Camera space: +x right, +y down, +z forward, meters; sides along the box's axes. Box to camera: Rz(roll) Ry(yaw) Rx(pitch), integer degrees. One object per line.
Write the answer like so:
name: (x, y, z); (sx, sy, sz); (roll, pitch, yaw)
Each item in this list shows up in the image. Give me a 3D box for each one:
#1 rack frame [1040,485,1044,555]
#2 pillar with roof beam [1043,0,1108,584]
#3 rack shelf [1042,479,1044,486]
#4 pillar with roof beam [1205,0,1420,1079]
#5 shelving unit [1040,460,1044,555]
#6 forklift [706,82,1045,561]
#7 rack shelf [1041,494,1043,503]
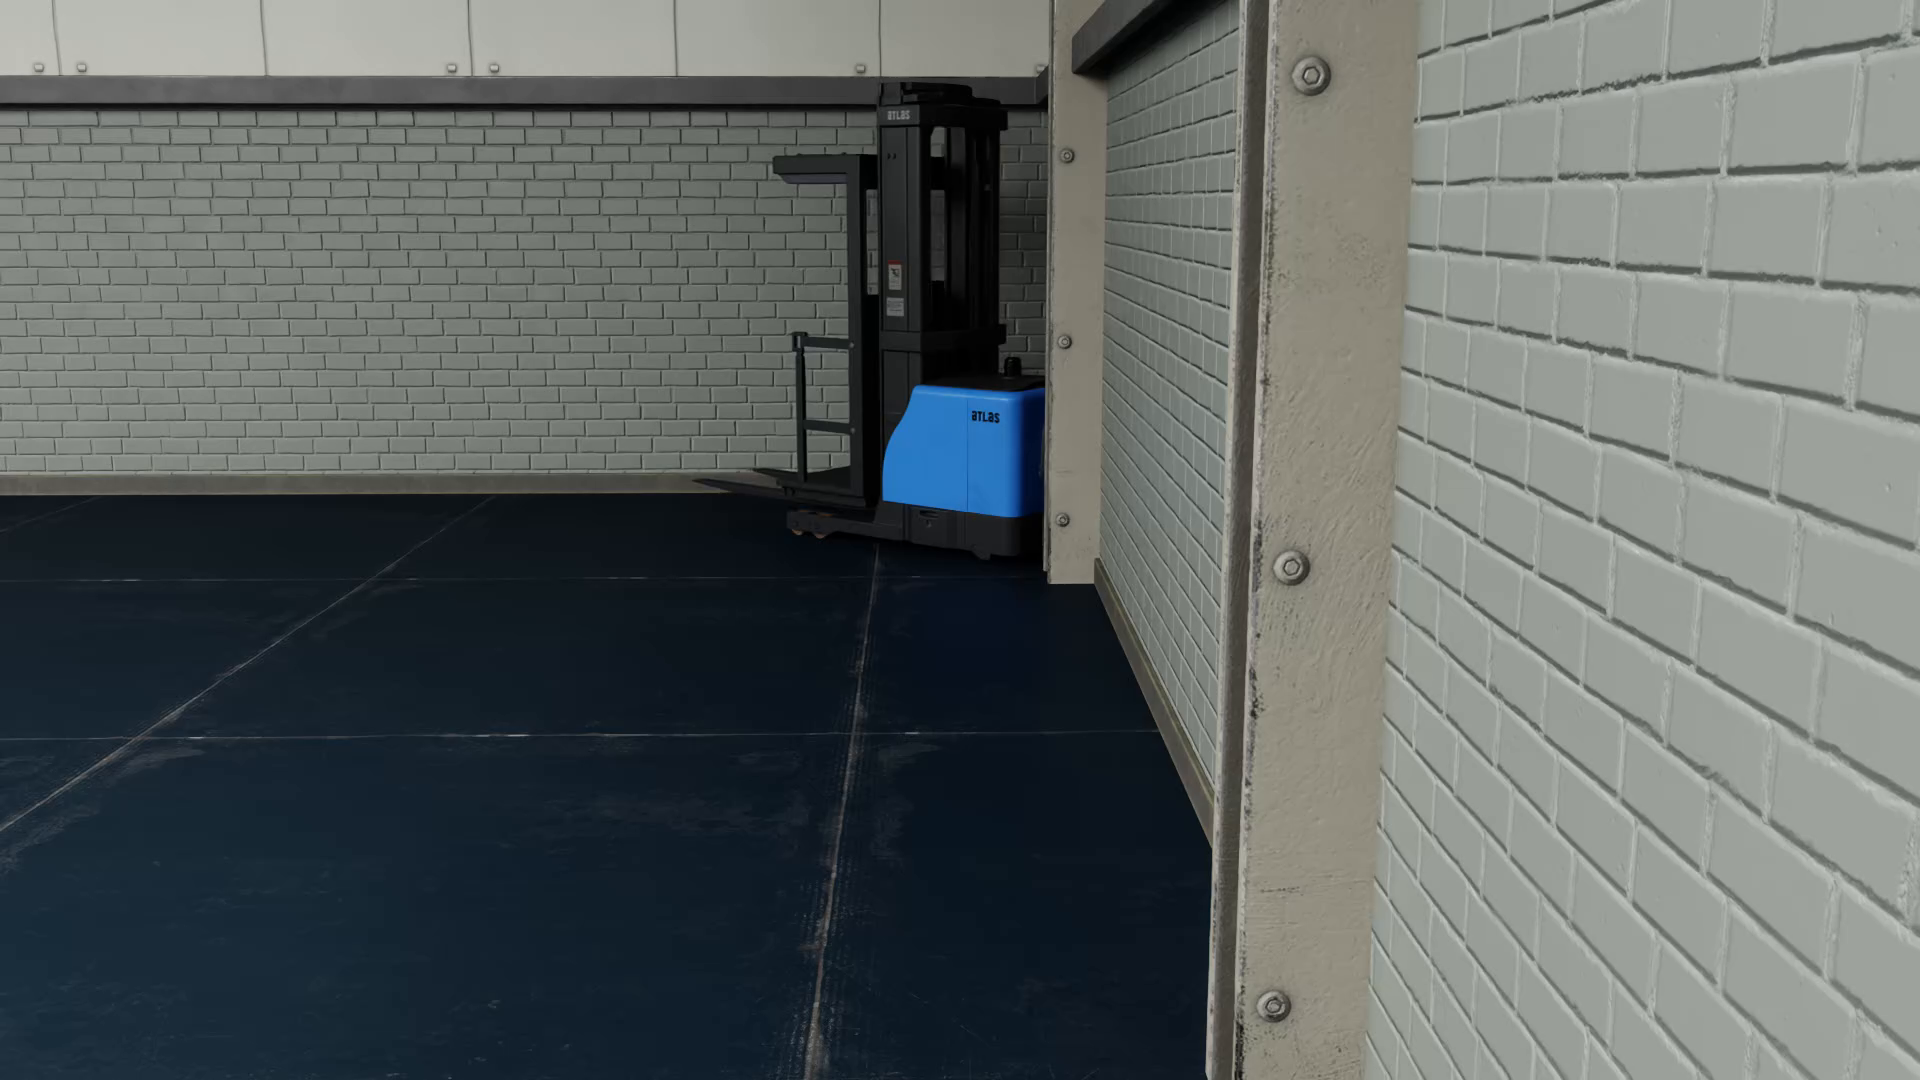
rack frame: (0.633, -0.280, 10.278); (0.240, 0.900, 0.006); (5, 33, 5)
pillar with roof beam: (-3.635, -4.176, 9.009); (9.100, 9.000, 0.400); (0, 11, -1)
rack shelf: (0.647, -0.382, 10.333); (0.258, 0.077, 0.200); (5, 33, 5)
pillar with roof beam: (-3.511, -2.983, 3.130); (9.100, 9.000, 0.400); (0, 11, -1)
shelving unit: (0.645, -0.334, 10.363); (0.258, 0.900, 0.210); (5, 33, 5)
forklift: (-0.518, -1.530, 11.228); (3.031, 2.935, 1.130); (10, 15, 41)
rack shelf: (0.645, -0.306, 10.381); (0.258, 0.077, 0.200); (5, 33, 5)
